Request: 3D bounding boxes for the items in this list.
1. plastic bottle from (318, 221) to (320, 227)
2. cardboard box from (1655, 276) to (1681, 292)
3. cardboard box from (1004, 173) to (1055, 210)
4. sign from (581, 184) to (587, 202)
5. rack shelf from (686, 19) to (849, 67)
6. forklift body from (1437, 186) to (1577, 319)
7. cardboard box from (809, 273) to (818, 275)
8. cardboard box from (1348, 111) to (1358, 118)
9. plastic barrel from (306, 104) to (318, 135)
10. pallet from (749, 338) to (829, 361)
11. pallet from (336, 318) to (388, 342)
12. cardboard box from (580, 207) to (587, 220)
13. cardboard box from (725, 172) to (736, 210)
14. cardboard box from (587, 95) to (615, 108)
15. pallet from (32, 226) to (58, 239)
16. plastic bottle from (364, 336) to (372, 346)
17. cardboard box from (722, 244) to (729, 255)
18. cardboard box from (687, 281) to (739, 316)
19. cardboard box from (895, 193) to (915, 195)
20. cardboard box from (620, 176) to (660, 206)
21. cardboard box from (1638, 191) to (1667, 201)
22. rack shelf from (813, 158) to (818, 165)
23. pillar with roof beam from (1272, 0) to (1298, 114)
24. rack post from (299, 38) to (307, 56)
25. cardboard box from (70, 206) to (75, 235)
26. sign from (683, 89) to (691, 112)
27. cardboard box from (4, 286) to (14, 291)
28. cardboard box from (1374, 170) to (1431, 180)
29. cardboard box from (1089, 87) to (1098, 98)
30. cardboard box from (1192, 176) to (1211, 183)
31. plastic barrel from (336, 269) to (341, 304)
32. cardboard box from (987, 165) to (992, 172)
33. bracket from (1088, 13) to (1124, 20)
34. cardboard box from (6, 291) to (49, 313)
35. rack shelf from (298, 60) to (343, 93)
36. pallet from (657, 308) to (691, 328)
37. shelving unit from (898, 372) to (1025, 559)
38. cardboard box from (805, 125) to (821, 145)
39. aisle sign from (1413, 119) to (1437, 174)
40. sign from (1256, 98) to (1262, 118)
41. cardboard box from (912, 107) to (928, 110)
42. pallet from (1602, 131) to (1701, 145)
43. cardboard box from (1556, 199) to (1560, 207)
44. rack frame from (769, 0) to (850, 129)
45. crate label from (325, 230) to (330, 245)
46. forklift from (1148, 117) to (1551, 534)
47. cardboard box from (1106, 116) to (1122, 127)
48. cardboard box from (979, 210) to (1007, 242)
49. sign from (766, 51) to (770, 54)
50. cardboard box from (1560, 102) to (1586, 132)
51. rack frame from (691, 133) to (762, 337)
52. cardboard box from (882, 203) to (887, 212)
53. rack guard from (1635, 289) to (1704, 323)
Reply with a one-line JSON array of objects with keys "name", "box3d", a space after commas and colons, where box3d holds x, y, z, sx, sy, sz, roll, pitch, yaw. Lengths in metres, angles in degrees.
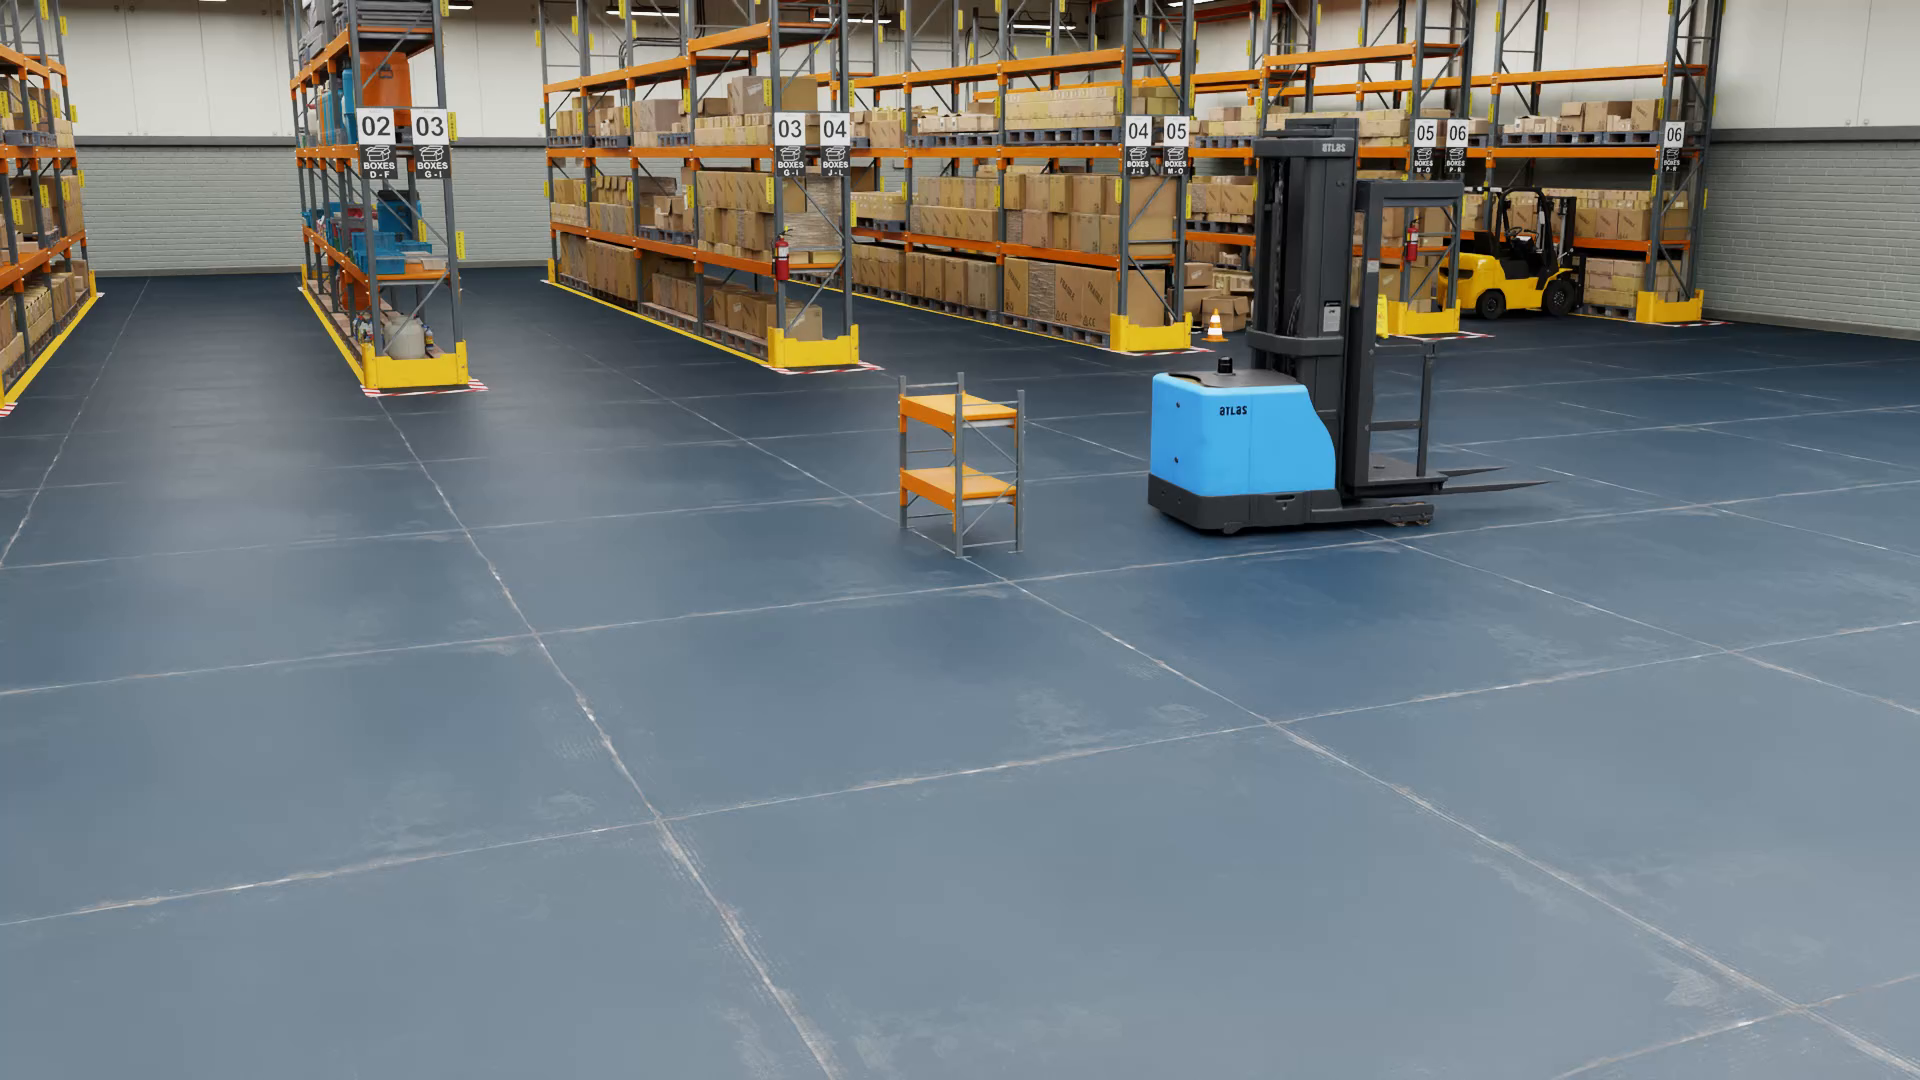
[{"name": "plastic bottle", "box3d": [-11.232, -5.495, 29.245, 0.097, 0.271, 0.097, 0, 13, 0]}, {"name": "cardboard box", "box3d": [11.737, -4.326, 27.969, 0.500, 0.250, 0.500, -5, 14, -22]}, {"name": "cardboard box", "box3d": [1.208, -5.531, 26.389, 0.875, 0.550, 0.550, -6, 14, -23]}, {"name": "sign", "box3d": [-7.206, -6.647, 31.841, 0.100, 0.325, 0.005, -6, 14, -23]}, {"name": "rack shelf", "box3d": [-2.692, -6.742, 22.644, 1.077, 0.370, 4.000, -6, 14, -23]}, {"name": "forklift body", "box3d": [9.304, -4.916, 28.338, 2.313, 2.155, 1.214, -6, 14, -23]}, {"name": "cardboard box", "box3d": [-2.997, -5.744, 35.427, 0.380, 0.149, 0.250, -6, 14, -23]}, {"name": "cardboard box", "box3d": [6.369, -6.696, 26.286, 0.380, 0.149, 0.250, -6, 14, -25]}, {"name": "plastic barrel", "box3d": [-11.255, -7.390, 29.264, 0.433, 0.535, 0.433, 0, 13, 0]}, {"name": "pallet", "box3d": [-2.215, -2.586, 22.575, 1.003, 0.211, 1.213, -6, 14, -23]}, {"name": "pallet", "box3d": [-8.874, -3.190, 25.183, 1.003, 0.211, 1.213, -6, 14, -23]}, {"name": "cardboard box", "box3d": [-7.116, -6.376, 32.441, 0.500, 0.250, 0.500, -6, 14, -24]}, {"name": "cardboard box", "box3d": [-2.934, -4.840, 23.032, 0.500, 0.500, 0.500, -6, 14, -23]}, {"name": "cardboard box", "box3d": [-7.069, -8.561, 32.515, 0.500, 0.250, 0.500, -7, 15, -27]}, {"name": "pallet", "box3d": [-15.556, -5.075, 27.569, 1.003, 0.211, 1.213, -6, 14, -23]}, {"name": "plastic bottle", "box3d": [-7.567, -2.501, 21.255, 0.097, 0.201, 0.097, 0, 13, 0]}, {"name": "cardboard box", "box3d": [-3.160, -4.134, 23.637, 0.380, 0.149, 0.250, -6, 14, -23]}, {"name": "cardboard box", "box3d": [-3.894, -3.810, 26.246, 0.700, 0.500, 0.500, -6, 14, -23]}, {"name": "cardboard box", "box3d": [-1.046, -6.594, 32.015, 0.380, 0.149, 0.250, -5, 14, -21]}, {"name": "cardboard box", "box3d": [-5.632, -6.235, 29.713, 0.797, 0.503, 0.637, -5, 14, -22]}, {"name": "cardboard box", "box3d": [11.399, -5.667, 27.381, 0.380, 0.149, 0.250, -6, 14, -23]}, {"name": "rack shelf", "box3d": [-2.914, -8.188, 35.540, 1.077, 0.370, 4.000, -6, 14, -23]}, {"name": "pillar with roof beam", "box3d": [3.531, -10.340, 36.591, 9.100, 9.000, 0.548, -6, 14, -23]}, {"name": "rack post", "box3d": [-10.928, -8.499, 28.801, 0.937, 0.300, 0.954, -6, 14, -24]}, {"name": "cardboard box", "box3d": [-15.939, -5.627, 29.309, 0.500, 0.500, 0.500, -5, 14, -22]}, {"name": "sign", "box3d": [-4.001, -6.438, 24.364, 0.100, 0.325, 0.005, -6, 14, -23]}, {"name": "cardboard box", "box3d": [-14.764, -3.685, 25.708, 0.500, 0.500, 0.500, -5, 14, -21]}, {"name": "cardboard box", "box3d": [6.784, -5.419, 25.535, 0.700, 0.500, 0.500, -6, 14, -24]}, {"name": "cardboard box", "box3d": [2.047, -6.309, 23.461, 0.380, 0.149, 0.250, -5, 14, -22]}, {"name": "cardboard box", "box3d": [5.862, -8.417, 39.594, 0.500, 0.500, 0.500, -5, 14, -22]}, {"name": "plastic barrel", "box3d": [-10.298, -4.326, 28.325, 0.600, 0.588, 0.708, -6, 14, -23]}, {"name": "cardboard box", "box3d": [0.837, -8.600, 38.499, 0.380, 0.149, 0.250, -5, 14, -21]}, {"name": "bracket", "box3d": [3.461, -14.353, 45.947, 0.076, 0.066, 5.218, -6, 14, -23]}, {"name": "cardboard box", "box3d": [-13.525, -3.462, 24.099, 0.500, 0.311, 0.500, -6, 14, -24]}, {"name": "rack shelf", "box3d": [-10.435, -7.754, 27.897, 1.077, 0.370, 4.000, -6, 14, -23]}, {"name": "pallet", "box3d": [-4.299, -3.639, 27.124, 1.003, 0.211, 1.213, -6, 14, -23]}, {"name": "shelving unit", "box3d": [-0.003, -0.549, 11.749, 0.538, 1.125, 1.048, -6, 14, -23]}, {"name": "cardboard box", "box3d": [-1.847, -5.269, 21.664, 0.500, 0.250, 0.500, -5, 14, -21]}, {"name": "aisle sign", "box3d": [6.948, -5.880, 24.860, 0.394, 0.787, 0.004, -6, 14, -23]}, {"name": "sign", "box3d": [5.080, -7.334, 28.231, 0.100, 0.325, 0.005, -6, 14, -23]}, {"name": "cardboard box", "box3d": [-0.765, -7.985, 31.146, 0.396, 0.266, 0.258, -6, 14, -23]}, {"name": "pallet", "box3d": [11.476, -6.669, 27.575, 1.003, 0.211, 1.213, -6, 14, -23]}, {"name": "cardboard box", "box3d": [10.621, -5.882, 28.973, 0.380, 0.149, 0.250, -6, 14, -24]}, {"name": "rack frame", "box3d": [-1.891, -6.681, 20.778, 1.000, 3.000, 0.127, -6, 14, -23]}, {"name": "crate label", "box3d": [-9.809, -4.761, 26.159, 0.303, 0.233, 0.416, -6, 14, -23]}, {"name": "forklift", "box3d": [3.016, -1.637, 12.444, 3.031, 2.935, 1.130, -4, 14, -16]}, {"name": "cardboard box", "box3d": [2.250, -5.815, 23.095, 0.380, 0.149, 0.250, -6, 14, -23]}, {"name": "cardboard box", "box3d": [0.638, -5.144, 27.220, 0.500, 0.500, 0.500, -6, 14, -23]}, {"name": "sign", "box3d": [-4.213, -10.858, 36.580, 0.100, 0.325, 0.005, -6, 14, -23]}, {"name": "cardboard box", "box3d": [10.817, -7.281, 28.644, 0.797, 0.503, 0.637, -5, 14, -21]}, {"name": "rack frame", "box3d": [-3.494, -4.584, 25.025, 1.000, 3.000, 0.127, -6, 14, -23]}, {"name": "cardboard box", "box3d": [-1.234, -6.181, 30.889, 0.380, 0.149, 0.250, -5, 14, -21]}, {"name": "rack guard", "box3d": [11.745, -3.879, 27.522, 1.175, 0.500, 0.348, -6, 14, -23]}]
